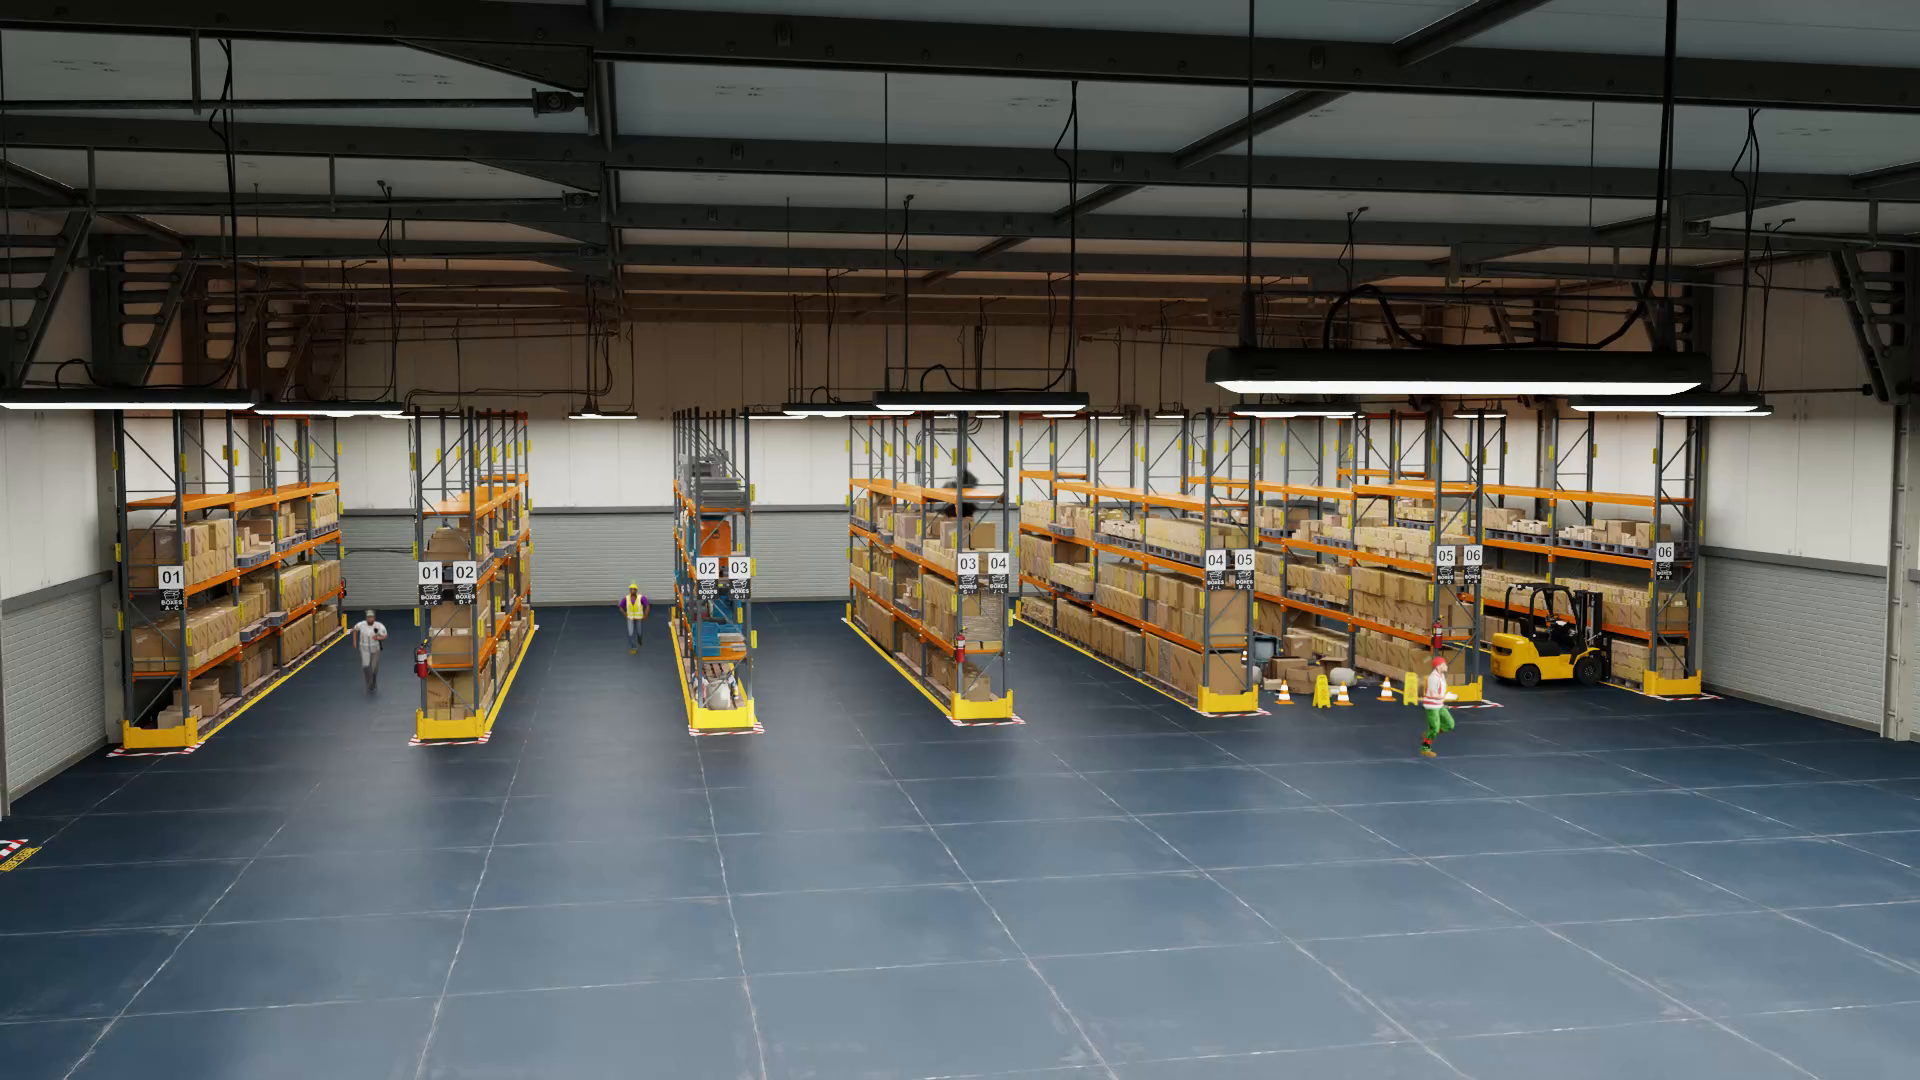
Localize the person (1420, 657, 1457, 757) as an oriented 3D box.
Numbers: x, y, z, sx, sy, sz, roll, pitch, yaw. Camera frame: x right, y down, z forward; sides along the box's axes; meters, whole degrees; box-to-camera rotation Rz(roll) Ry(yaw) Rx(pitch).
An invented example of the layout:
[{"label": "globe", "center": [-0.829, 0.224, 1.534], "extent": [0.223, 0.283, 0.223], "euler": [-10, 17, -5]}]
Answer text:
[{"label": "person", "center": [8.150, 2.840, 28.272], "extent": [0.657, 1.728, 0.707], "euler": [3, 5, 35]}]

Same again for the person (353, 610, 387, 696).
[{"label": "person", "center": [-12.432, 2.361, 35.077], "extent": [0.686, 1.829, 0.876], "euler": [-1, 4, -17]}]

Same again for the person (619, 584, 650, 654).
[{"label": "person", "center": [-8.048, 1.949, 41.097], "extent": [0.748, 1.720, 0.582], "euler": [-1, 4, -9]}]
